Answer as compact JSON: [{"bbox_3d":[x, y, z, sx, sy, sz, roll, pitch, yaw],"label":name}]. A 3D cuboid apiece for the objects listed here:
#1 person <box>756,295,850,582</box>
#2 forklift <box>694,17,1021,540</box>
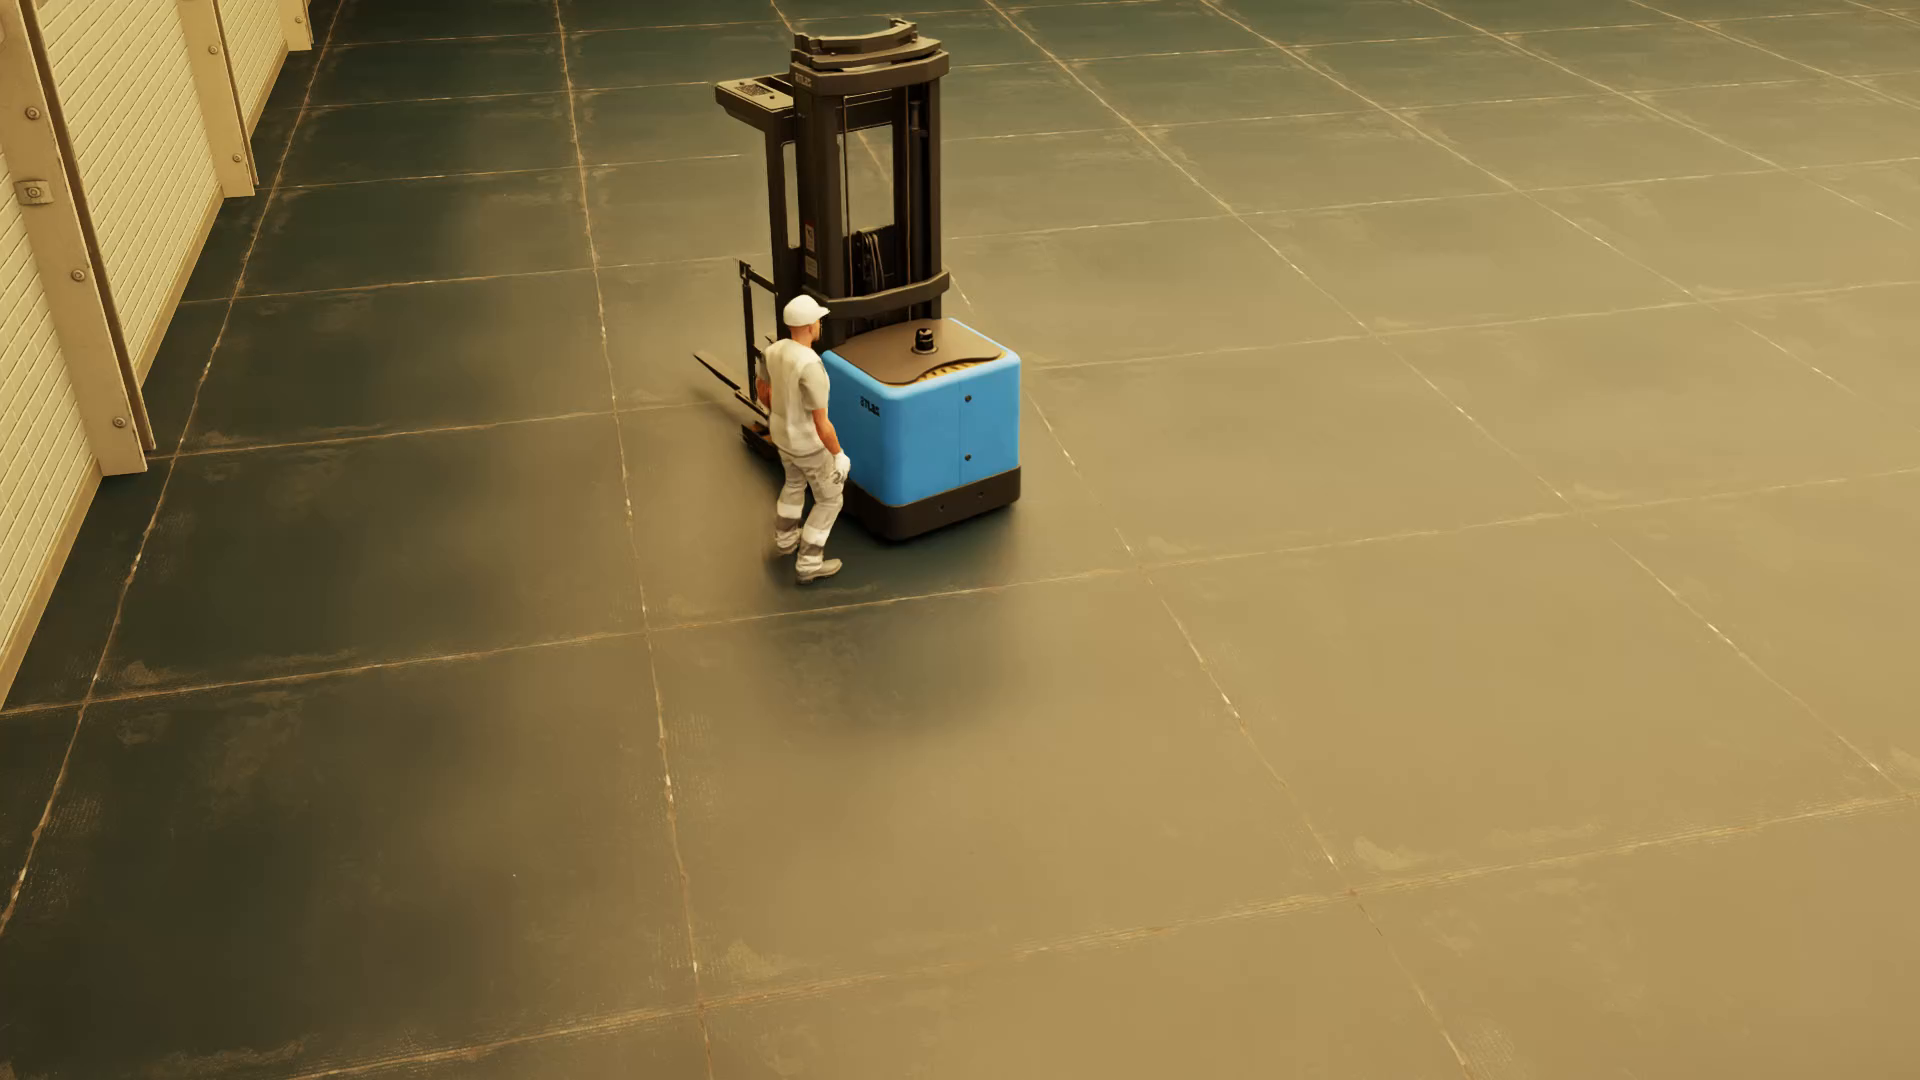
[{"bbox_3d":[-0.908,-0.604,9.801,0.398,1.754,0.815,-22,37,-33],"label":"person"},{"bbox_3d":[-0.859,-1.955,10.952,1.130,2.935,3.031,-19,35,-30],"label":"forklift"}]
